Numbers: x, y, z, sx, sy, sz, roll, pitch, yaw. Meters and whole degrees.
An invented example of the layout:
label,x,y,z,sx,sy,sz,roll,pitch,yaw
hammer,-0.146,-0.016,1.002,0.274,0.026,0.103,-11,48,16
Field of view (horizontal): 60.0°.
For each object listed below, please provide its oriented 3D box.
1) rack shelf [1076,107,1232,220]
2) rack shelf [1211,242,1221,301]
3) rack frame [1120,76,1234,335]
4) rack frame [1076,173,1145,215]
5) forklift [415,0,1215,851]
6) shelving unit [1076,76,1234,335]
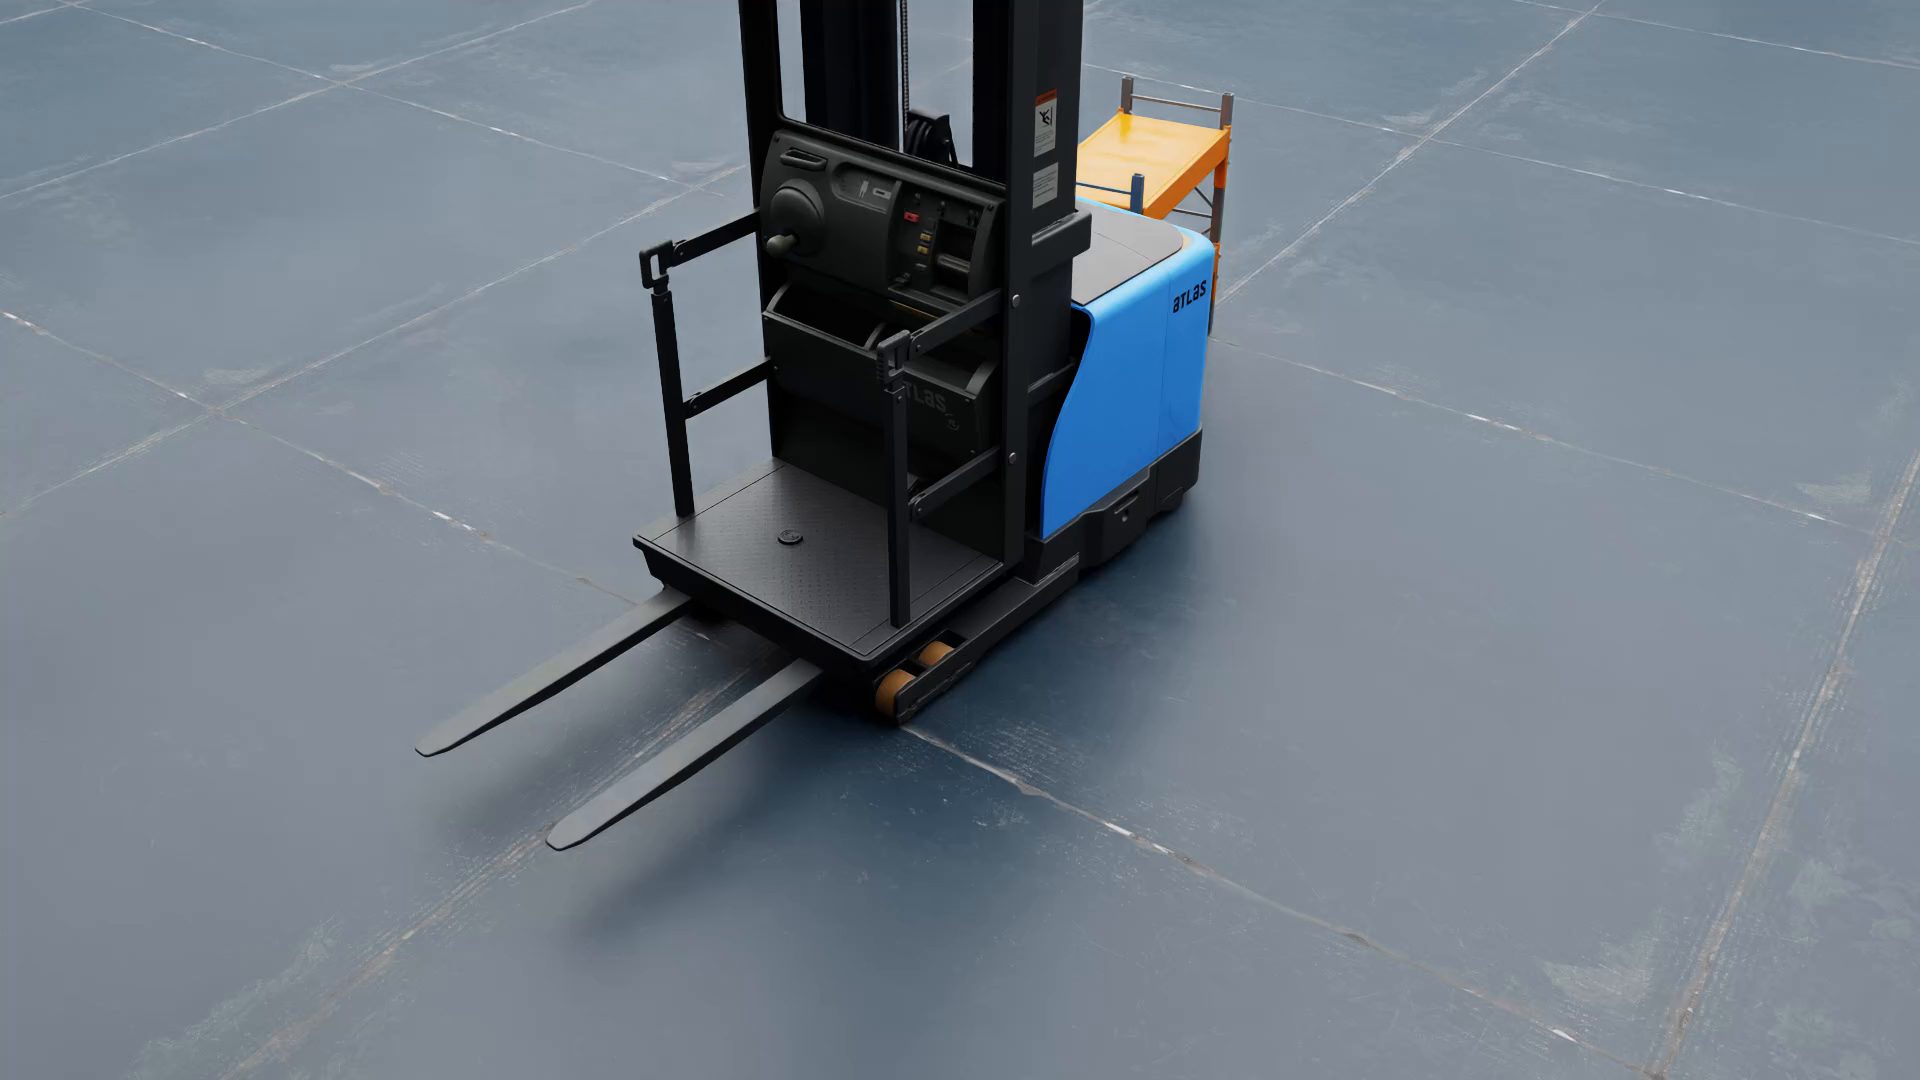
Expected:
label,x,y,z,sx,sy,sz,roll,pitch,yaw
rack shelf,0.701,-1.468,6.894,0.538,0.278,1.000,16,37,22
rack shelf,0.701,-1.023,7.195,0.538,0.278,1.000,16,37,22
rack frame,0.931,-1.479,7.434,0.500,1.125,0.032,16,37,22
rack frame,0.470,-0.972,6.683,0.500,1.125,0.032,16,37,22
forklift,-0.399,-0.944,5.030,1.130,2.935,3.031,25,41,32
shelving unit,0.701,-1.226,7.058,0.538,1.125,1.048,16,37,22
